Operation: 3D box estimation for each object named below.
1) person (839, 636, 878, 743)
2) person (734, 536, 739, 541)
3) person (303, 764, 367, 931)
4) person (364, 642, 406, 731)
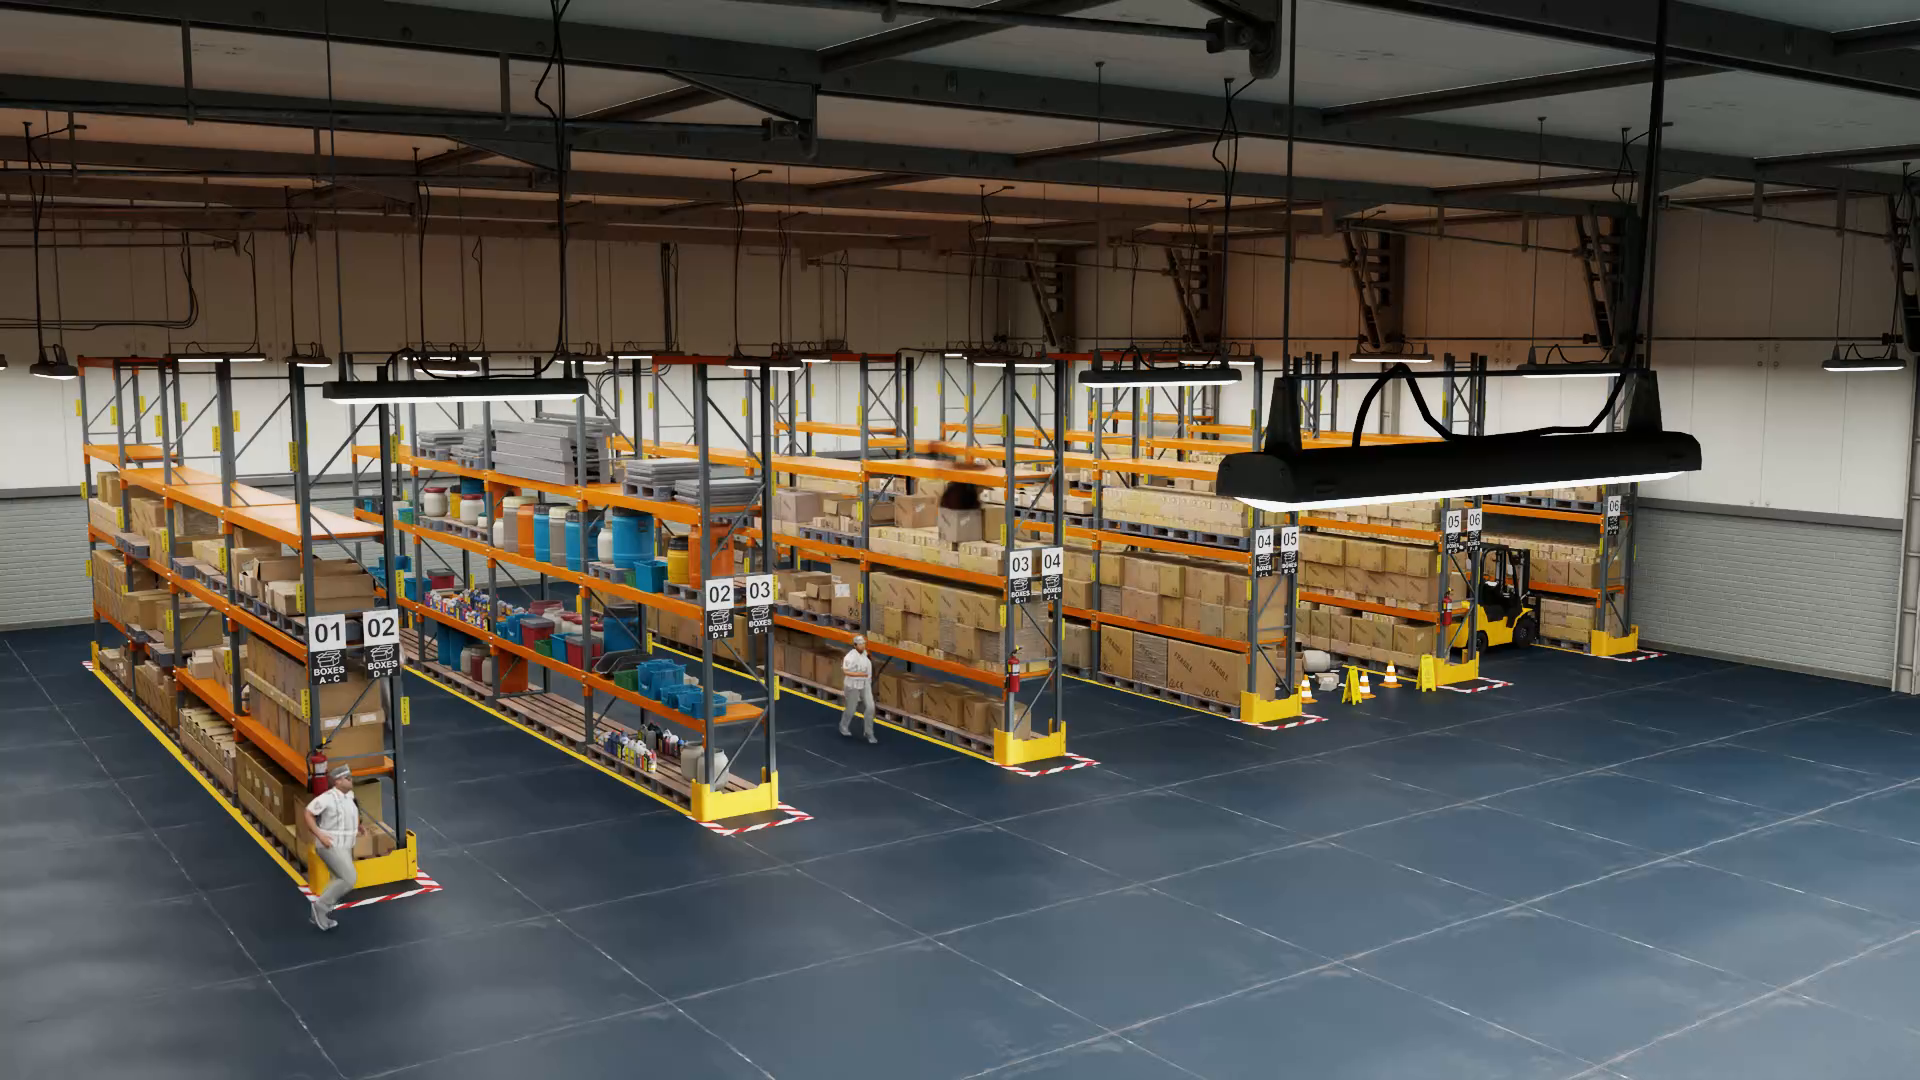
[{"bbox_3d":[-1.633,2.350,26.194,0.587,1.723,0.746,-6,9,-40],"label":"person"},{"bbox_3d":[-5.469,0.733,39.671,0.734,1.677,0.706,0,7,-1],"label":"person"},{"bbox_3d":[-6.719,3.295,18.004,0.604,1.725,0.713,0,7,4],"label":"person"},{"bbox_3d":[-9.302,2.202,27.012,0.667,1.736,0.779,-6,9,-42],"label":"person"}]
